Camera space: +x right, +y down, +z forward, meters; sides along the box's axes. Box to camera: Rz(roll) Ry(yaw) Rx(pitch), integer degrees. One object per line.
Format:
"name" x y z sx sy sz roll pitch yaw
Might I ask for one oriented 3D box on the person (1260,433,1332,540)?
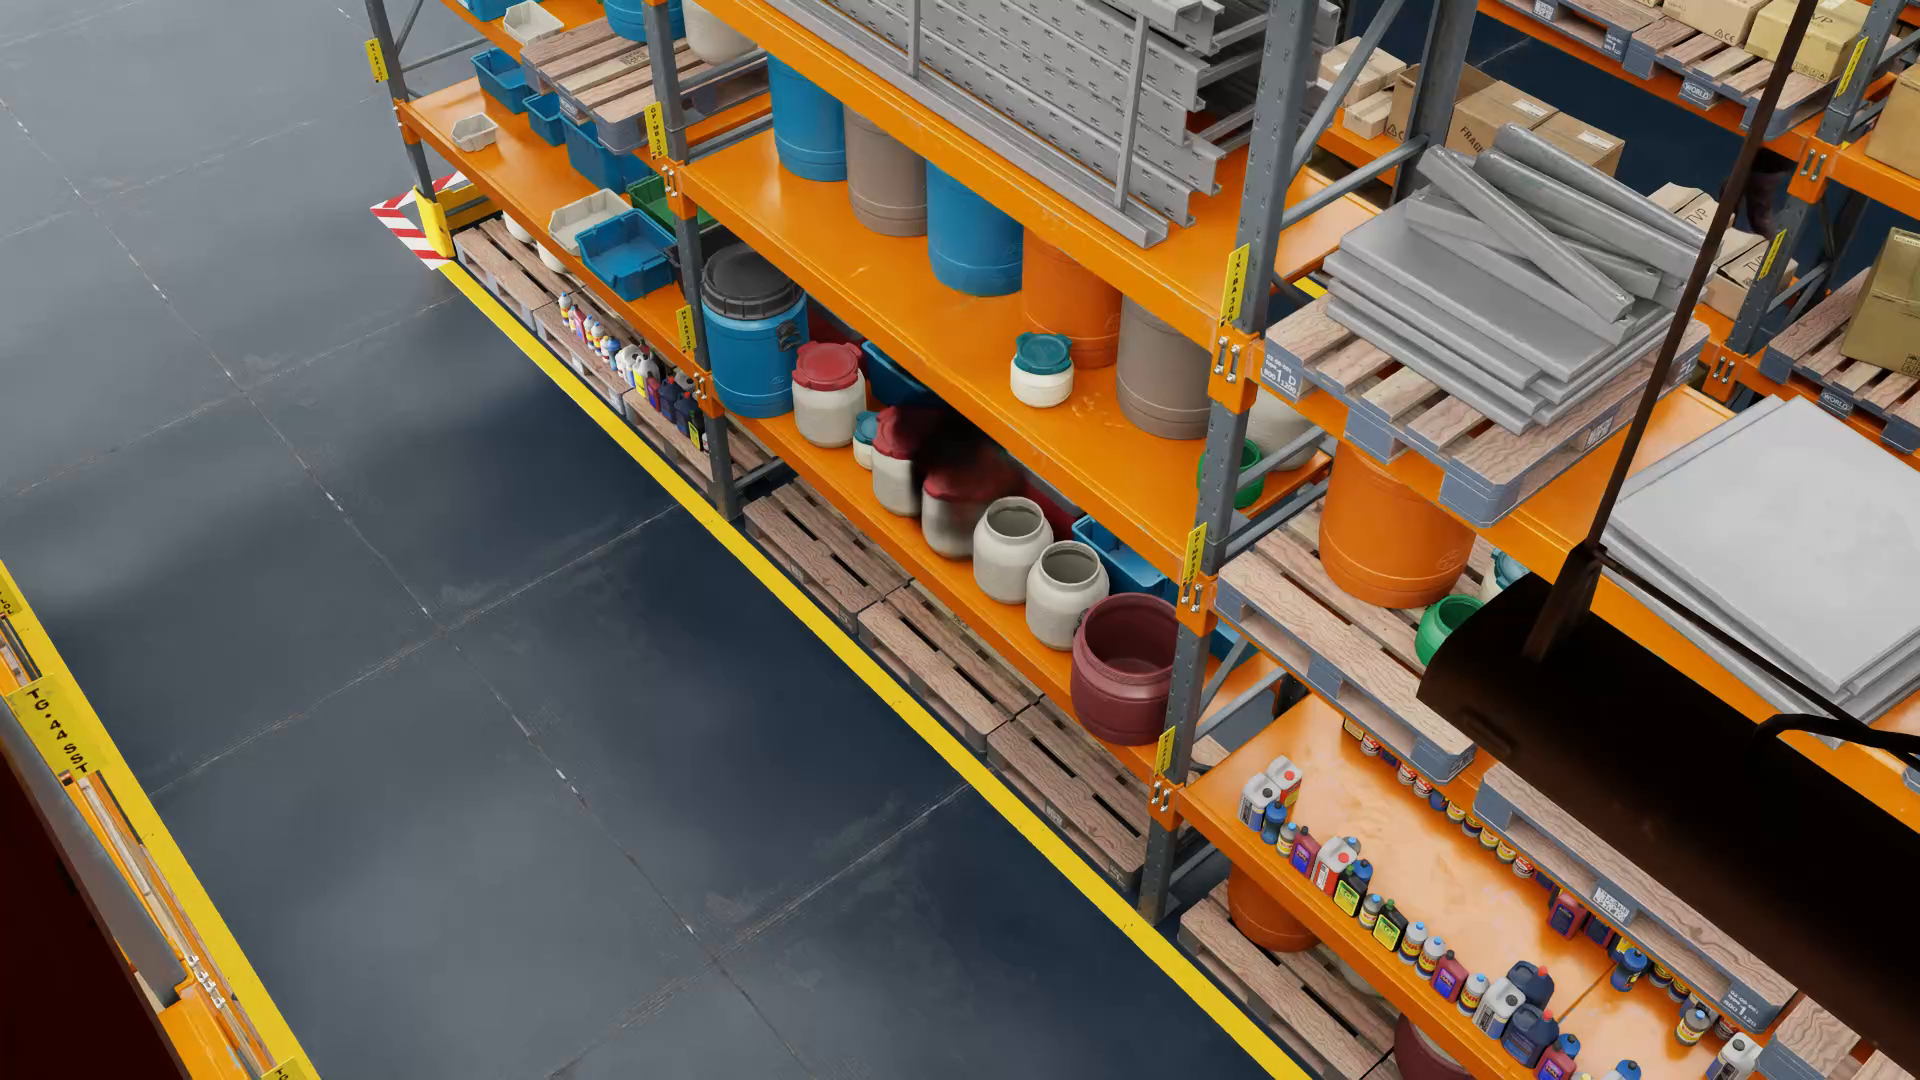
"person" 2.033 -0.100 9.548 0.585 1.643 0.728 -28 53 -24

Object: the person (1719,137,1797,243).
"person" 6.019 -2.751 12.429 0.628 1.792 0.781 -35 55 -28
